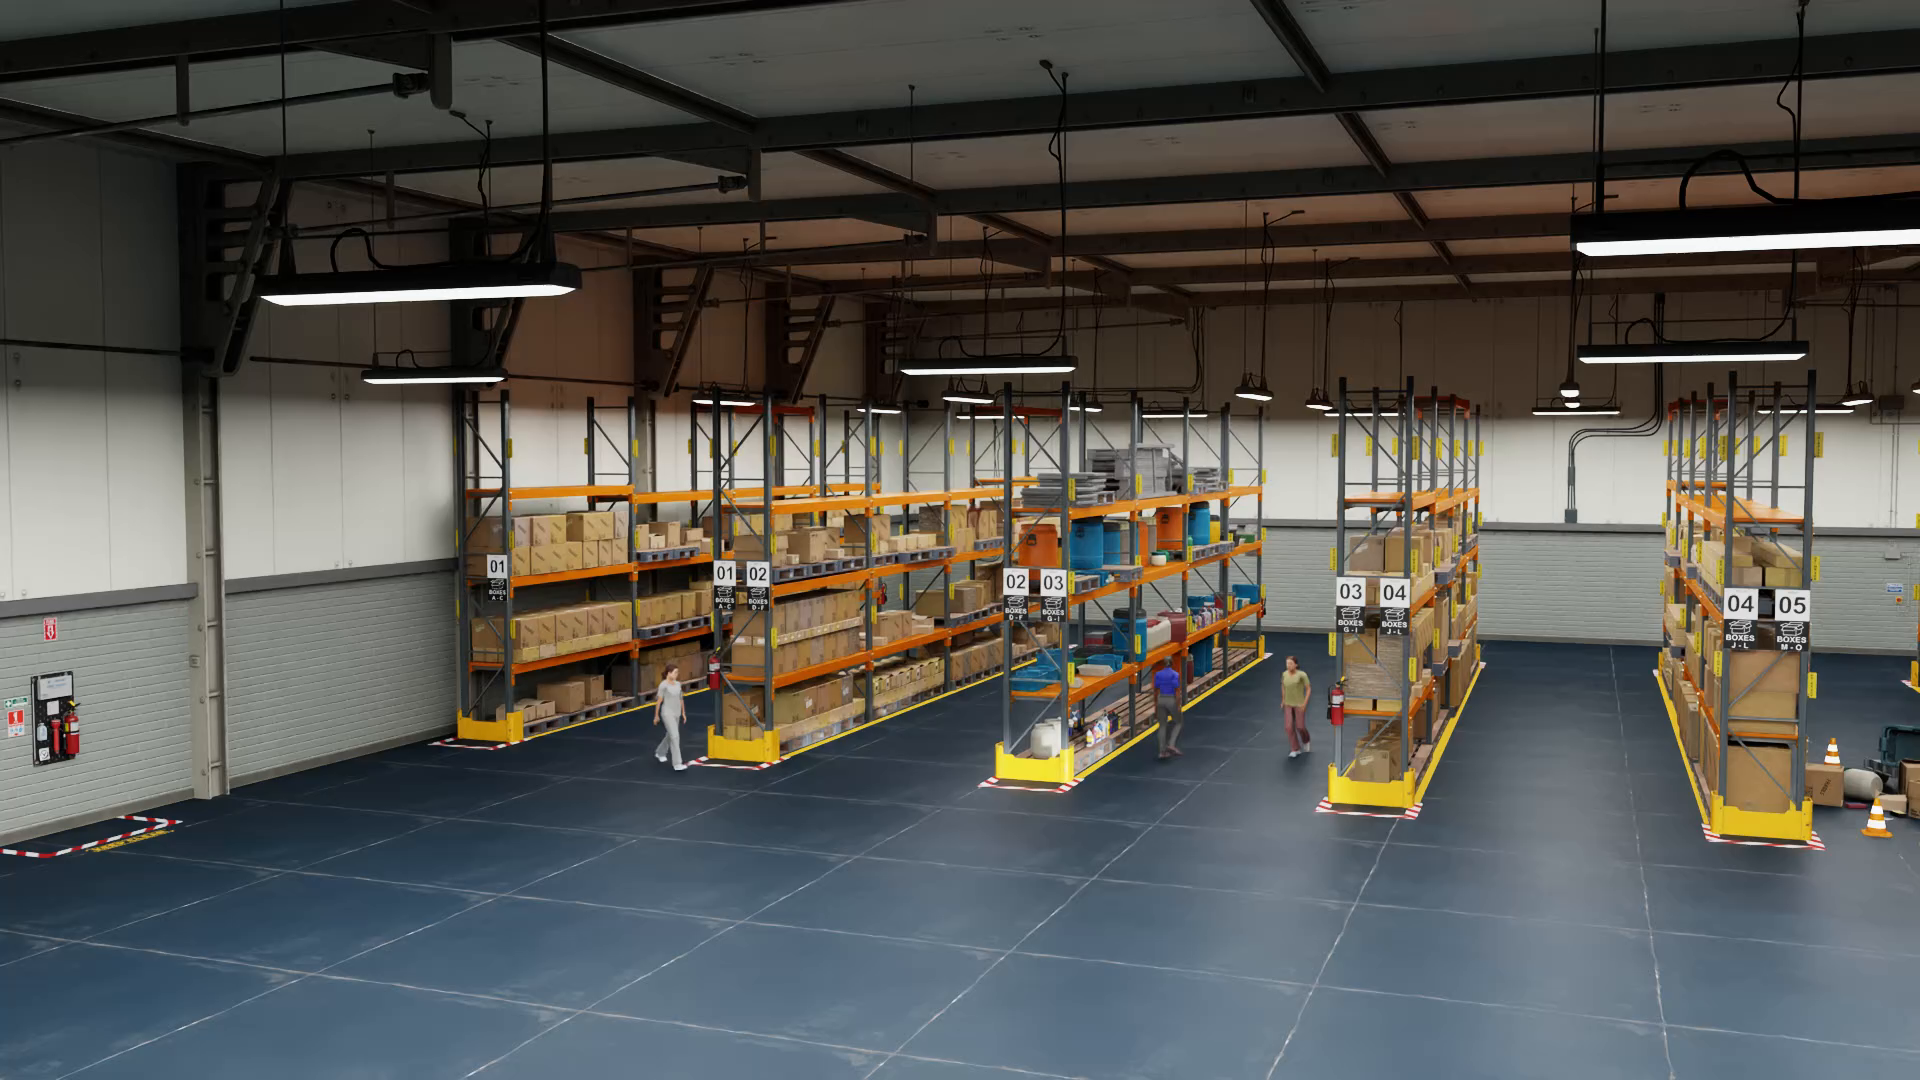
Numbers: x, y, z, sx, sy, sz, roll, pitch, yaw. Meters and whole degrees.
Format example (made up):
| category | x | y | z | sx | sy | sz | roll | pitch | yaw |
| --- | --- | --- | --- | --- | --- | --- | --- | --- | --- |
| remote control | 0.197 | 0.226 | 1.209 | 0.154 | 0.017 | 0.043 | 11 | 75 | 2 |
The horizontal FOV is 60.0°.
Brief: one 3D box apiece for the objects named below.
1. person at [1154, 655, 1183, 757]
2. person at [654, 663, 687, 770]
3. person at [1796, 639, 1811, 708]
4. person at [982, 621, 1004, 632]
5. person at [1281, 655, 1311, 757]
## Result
| category | x | y | z | sx | sy | sz | roll | pitch | yaw |
| --- | --- | --- | --- | --- | --- | --- | --- | --- | --- |
| person | 3.365 | 2.683 | 26.942 | 0.492 | 1.640 | 0.497 | 2 | 4 | 31 |
| person | -4.546 | 2.752 | 26.139 | 0.937 | 1.635 | 0.471 | 2 | 4 | 30 |
| person | 16.115 | 2.384 | 32.072 | 0.563 | 1.743 | 0.406 | 0 | 3 | 0 |
| person | 0.934 | 1.634 | 45.402 | 0.646 | 1.708 | 1.085 | 1 | 3 | 23 |
| person | 5.513 | 2.689 | 27.157 | 0.510 | 1.652 | 0.608 | 2 | 4 | 33 |
